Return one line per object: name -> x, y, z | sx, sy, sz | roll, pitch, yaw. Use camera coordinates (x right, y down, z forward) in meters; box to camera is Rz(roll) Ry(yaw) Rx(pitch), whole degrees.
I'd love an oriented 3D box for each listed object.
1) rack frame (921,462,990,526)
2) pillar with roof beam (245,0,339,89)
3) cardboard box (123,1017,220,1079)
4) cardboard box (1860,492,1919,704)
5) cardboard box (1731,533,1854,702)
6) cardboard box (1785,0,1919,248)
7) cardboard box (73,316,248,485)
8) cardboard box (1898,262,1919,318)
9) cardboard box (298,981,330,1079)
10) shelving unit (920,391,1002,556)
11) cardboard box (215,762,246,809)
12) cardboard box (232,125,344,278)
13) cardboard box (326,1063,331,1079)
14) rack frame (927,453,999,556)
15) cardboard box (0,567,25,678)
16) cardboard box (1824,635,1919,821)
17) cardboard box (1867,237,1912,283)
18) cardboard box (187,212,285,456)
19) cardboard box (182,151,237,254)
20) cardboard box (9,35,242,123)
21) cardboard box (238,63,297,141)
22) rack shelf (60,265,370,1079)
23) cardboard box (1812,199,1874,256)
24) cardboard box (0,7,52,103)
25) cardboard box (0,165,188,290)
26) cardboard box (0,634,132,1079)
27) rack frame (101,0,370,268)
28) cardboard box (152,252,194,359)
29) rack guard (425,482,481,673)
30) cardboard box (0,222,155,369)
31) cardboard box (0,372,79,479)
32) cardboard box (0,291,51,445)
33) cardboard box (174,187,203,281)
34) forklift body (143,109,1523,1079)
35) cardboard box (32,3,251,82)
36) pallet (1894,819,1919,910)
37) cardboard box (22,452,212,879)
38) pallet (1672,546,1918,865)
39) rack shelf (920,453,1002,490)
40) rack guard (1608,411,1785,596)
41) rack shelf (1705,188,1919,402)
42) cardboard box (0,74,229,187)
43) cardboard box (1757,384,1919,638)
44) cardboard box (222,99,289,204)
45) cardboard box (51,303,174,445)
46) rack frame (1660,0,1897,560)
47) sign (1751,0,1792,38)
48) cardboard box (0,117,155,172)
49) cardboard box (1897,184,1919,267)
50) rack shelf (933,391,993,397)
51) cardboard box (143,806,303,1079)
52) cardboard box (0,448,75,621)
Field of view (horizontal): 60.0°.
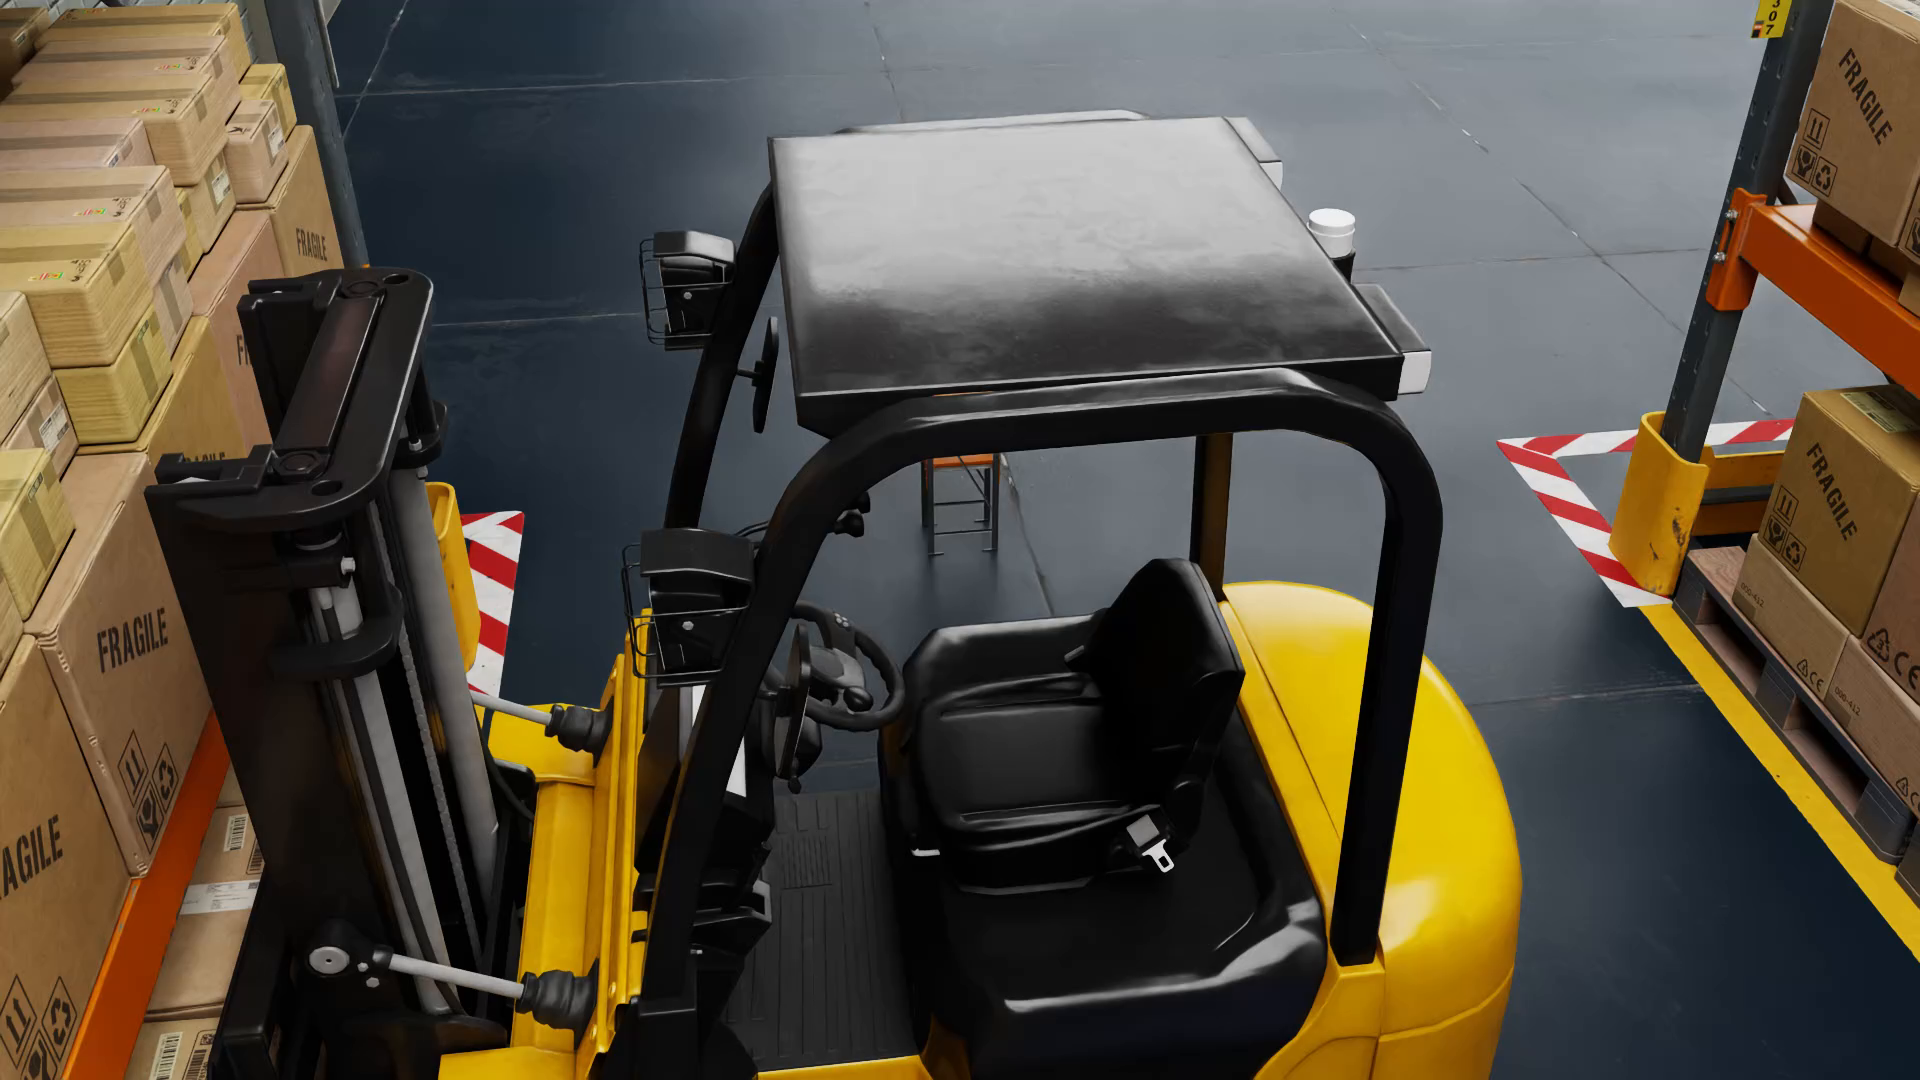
rack frame -> -0.014, -0.555, 5.499 | 0.240, 1.200, 0.006 | -4, 35, -6
pillar with roof beam -> 0.553, -6.552, 7.374 | 9.100, 9.000, 0.400 | -4, 35, -6
cardboard box -> -1.459, 1.069, 2.698 | 0.500, 0.250, 0.500 | -3, 34, -5
cardboard box -> 2.725, 0.195, 4.204 | 0.500, 0.500, 0.500 | -6, 35, -8
cardboard box -> 2.646, 0.200, 4.862 | 0.500, 0.250, 0.500 | -5, 35, -7
cardboard box -> 2.601, -1.113, 4.366 | 0.500, 0.500, 0.500 | -5, 35, -7
cardboard box -> -1.650, -0.066, 3.095 | 0.500, 0.500, 0.500 | -5, 35, -7
cardboard box -> 2.656, -0.631, 4.235 | 0.380, 0.149, 0.250 | -5, 35, -8
cardboard box -> -1.520, 0.995, 3.251 | 0.500, 0.250, 0.500 | -4, 35, -7
shelving unit -> -0.002, -0.504, 5.424 | 0.258, 1.200, 0.189 | -4, 35, -6
cardboard box -> -1.583, 0.492, 3.545 | 0.500, 0.250, 0.500 | -4, 34, -6
cardboard box -> -1.780, -0.643, 3.940 | 0.500, 0.500, 0.500 | -5, 35, -7
cardboard box -> -1.522, 1.191, 3.407 | 0.500, 0.250, 0.500 | -3, 34, -5
rack frame -> 0.010, -0.453, 5.349 | 0.240, 1.200, 0.006 | -4, 35, -6
cardboard box -> -1.494, 0.153, 2.198 | 0.380, 0.149, 0.250 | -5, 35, -8
cardboard box -> 2.708, 0.485, 4.443 | 0.500, 0.250, 0.500 | -3, 34, -5
cardboard box -> 2.701, -0.785, 4.461 | 0.380, 0.149, 0.250 | -4, 34, -6
cardboard box -> -1.719, -0.352, 3.515 | 0.500, 0.500, 0.500 | -3, 34, -5
cardboard box -> -1.744, -0.703, 3.454 | 0.380, 0.149, 0.250 | -4, 34, -5
cardboard box -> -1.785, -0.969, 3.579 | 0.380, 0.149, 0.250 | -4, 35, -6
cardboard box -> -1.782, -0.993, 3.879 | 0.380, 0.149, 0.250 | -4, 34, -6
rack shelf -> -1.837, 0.557, 2.907 | 1.077, 0.370, 4.000 | -4, 35, -6
cardboard box -> 2.653, -0.925, 4.667 | 0.380, 0.149, 0.250 | -4, 35, -6
cardboard box -> -2.273, -1.085, 3.749 | 0.380, 0.149, 0.250 | -5, 35, -7
cardboard box -> -1.618, -0.544, 2.955 | 0.380, 0.149, 0.250 | -4, 34, -5
cardboard box -> -1.525, 0.496, 2.270 | 0.500, 0.500, 0.500 | -5, 35, -7
rack frame -> -2.106, -0.856, 4.342 | 1.000, 3.000, 0.127 | -4, 35, -6
cardboard box -> -1.639, -0.419, 3.036 | 0.380, 0.149, 0.250 | -5, 35, -8
rack guard -> -2.109, 0.164, 5.066 | 1.175, 0.500, 0.348 | -4, 35, -6
cardboard box -> -1.578, -0.400, 2.744 | 0.380, 0.149, 0.250 | -4, 34, -5
cardboard box -> -1.641, -0.133, 2.617 | 0.380, 0.149, 0.250 | -5, 35, -7
cardboard box -> -1.637, -0.249, 2.523 | 0.380, 0.149, 0.250 | -4, 34, -6
cardboard box -> -1.722, -0.564, 3.249 | 0.380, 0.149, 0.250 | -5, 35, -7
forklift body -> -0.043, 0.415, 3.231 | 2.313, 2.155, 1.214 | -4, 35, -6
cardboard box -> -1.849, -1.104, 3.778 | 0.380, 0.149, 0.250 | -4, 35, -6
pallet -> 3.057, 1.096, 3.954 | 1.003, 0.211, 1.213 | -4, 35, -6
cardboard box -> -1.571, 0.213, 2.685 | 0.500, 0.500, 0.500 | -4, 34, -6
pallet -> 2.896, 0.417, 4.951 | 1.003, 0.211, 1.213 | -4, 35, -6
rack shelf -> -0.002, -0.269, 5.584 | 0.258, 0.103, 0.180 | -4, 35, -6
rack guard -> 2.822, -0.159, 5.539 | 1.175, 0.500, 0.348 | -4, 35, -6
rack shelf -> 3.081, 0.179, 3.462 | 1.077, 0.370, 4.000 | -4, 35, -6
cardboard box -> -1.723, -0.825, 3.368 | 0.380, 0.149, 0.250 | -4, 34, -5
cardboard box -> 2.650, -0.097, 4.631 | 0.500, 0.500, 0.500 | -5, 35, -8
cardboard box -> -1.718, -0.853, 3.673 | 0.380, 0.149, 0.250 | -4, 34, -6
cardboard box -> -1.585, -0.279, 2.831 | 0.380, 0.149, 0.250 | -4, 34, -6
rack frame -> 2.812, -1.234, 4.897 | 1.000, 3.000, 0.127 | -4, 35, -6
sign -> 2.274, -1.551, 4.593 | 0.100, 0.325, 0.005 | -4, 35, -6
cardboard box -> -1.763, -0.681, 3.156 | 0.380, 0.149, 0.250 | -4, 34, -6
cardboard box -> 2.674, -0.824, 3.943 | 0.500, 0.500, 0.500 | -3, 34, -5
rack shelf -> -0.002, -0.467, 5.449 | 0.258, 0.103, 0.180 | -4, 35, -6
cardboard box -> -1.522, 0.776, 3.129 | 0.500, 0.250, 0.500 | -5, 35, -7
cardboard box -> -1.539, 0.005, 2.415 | 0.380, 0.149, 0.250 | -5, 35, -7
